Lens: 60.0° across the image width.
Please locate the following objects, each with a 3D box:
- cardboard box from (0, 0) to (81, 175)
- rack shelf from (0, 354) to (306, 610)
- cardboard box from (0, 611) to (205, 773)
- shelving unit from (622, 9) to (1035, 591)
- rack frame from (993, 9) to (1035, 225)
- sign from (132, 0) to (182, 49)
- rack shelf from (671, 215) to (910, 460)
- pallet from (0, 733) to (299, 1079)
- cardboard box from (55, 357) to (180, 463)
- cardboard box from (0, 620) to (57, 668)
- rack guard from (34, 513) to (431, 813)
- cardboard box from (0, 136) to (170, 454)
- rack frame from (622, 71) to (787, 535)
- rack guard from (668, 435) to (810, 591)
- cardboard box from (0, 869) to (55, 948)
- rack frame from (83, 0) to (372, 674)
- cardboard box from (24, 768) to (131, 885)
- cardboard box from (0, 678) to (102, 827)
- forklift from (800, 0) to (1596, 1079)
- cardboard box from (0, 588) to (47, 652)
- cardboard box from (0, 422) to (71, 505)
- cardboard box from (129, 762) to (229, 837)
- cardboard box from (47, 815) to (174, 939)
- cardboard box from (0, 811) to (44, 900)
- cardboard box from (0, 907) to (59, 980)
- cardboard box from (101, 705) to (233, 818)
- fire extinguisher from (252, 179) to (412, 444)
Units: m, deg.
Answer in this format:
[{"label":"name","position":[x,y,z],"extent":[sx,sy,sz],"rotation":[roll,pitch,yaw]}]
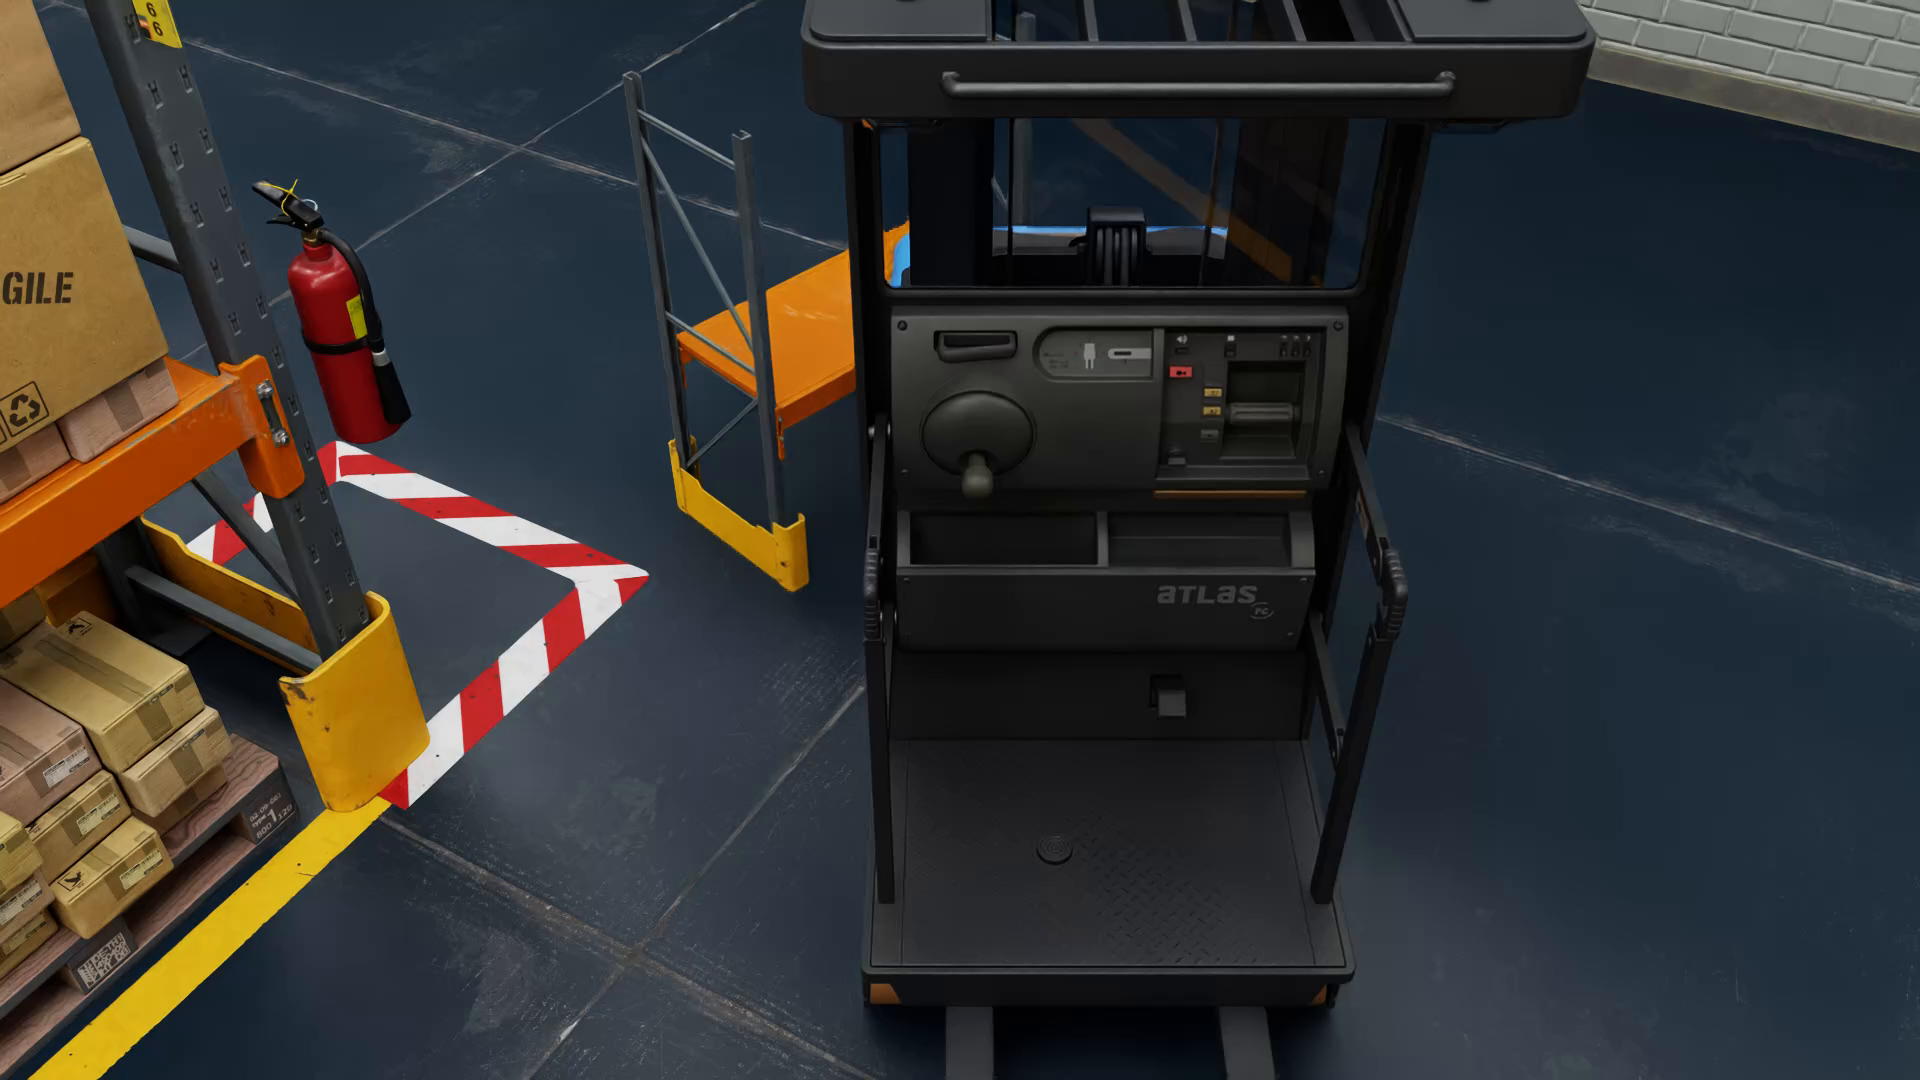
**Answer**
[{"label":"cardboard box","position":[-2.014,-0.899,2.944],"extent":[0.500,0.500,0.500],"rotation":[20,45,21]},{"label":"rack shelf","position":[-3.002,0.696,2.735],"extent":[1.077,0.370,4.000],"rotation":[21,45,22]},{"label":"cardboard box","position":[-2.046,0.357,3.964],"extent":[0.380,0.149,0.250],"rotation":[21,46,23]},{"label":"shelving unit","position":[-0.333,-0.789,5.011],"extent":[1.083,1.500,0.587],"rotation":[-33,51,-32]},{"label":"rack frame","position":[0.023,-1.021,5.274],"extent":[0.032,1.500,0.500],"rotation":[-33,51,-32]},{"label":"sign","position":[-1.530,-1.077,3.088],"extent":[0.100,0.325,0.005],"rotation":[21,45,22]},{"label":"rack shelf","position":[-0.339,-0.650,5.125],"extent":[1.000,0.185,0.538],"rotation":[-33,51,-32]},{"label":"pallet","position":[-2.476,0.824,4.154],"extent":[1.003,0.211,1.213],"rotation":[21,45,22]},{"label":"cardboard box","position":[-1.919,-0.344,3.562],"extent":[0.380,0.149,0.250],"rotation":[21,46,22]},{"label":"cardboard box","position":[-2.485,0.297,4.258],"extent":[0.380,0.149,0.250],"rotation":[23,46,24]},{"label":"rack guard","position":[-2.039,0.263,4.573],"extent":[1.175,0.500,0.348],"rotation":[21,45,22]},{"label":"cardboard box","position":[-2.003,-0.526,3.277],"extent":[0.500,0.500,0.500],"rotation":[22,46,23]},{"label":"rack frame","position":[-0.702,-0.549,4.739],"extent":[0.032,1.500,0.500],"rotation":[-33,51,-32]},{"label":"rack guard","position":[-0.688,-0.089,5.162],"extent":[0.087,0.250,0.587],"rotation":[-33,51,-32]},{"label":"cardboard box","position":[-2.276,0.776,3.713],"extent":[0.380,0.149,0.250],"rotation":[19,45,20]},{"label":"rack frame","position":[-2.001,-0.719,3.797],"extent":[1.000,3.000,0.127],"rotation":[21,45,22]},{"label":"cardboard box","position":[-2.195,0.610,3.902],"extent":[0.380,0.149,0.250],"rotation":[20,45,21]},{"label":"cardboard box","position":[-2.222,0.482,3.823],"extent":[0.380,0.149,0.250],"rotation":[22,46,23]},{"label":"forklift","position":[0.326,-0.199,3.258],"extent":[1.130,2.935,3.031],"rotation":[0,41,0]},{"label":"cardboard box","position":[-2.557,0.158,4.191],"extent":[0.380,0.149,0.250],"rotation":[19,45,20]},{"label":"cardboard box","position":[-2.076,-0.215,3.414],"extent":[0.380,0.149,0.250],"rotation":[21,45,22]},{"label":"cardboard box","position":[-2.084,0.564,4.180],"extent":[0.380,0.149,0.250],"rotation":[22,46,23]},{"label":"cardboard box","position":[-2.125,0.744,3.975],"extent":[0.380,0.149,0.250],"rotation":[22,46,23]},{"label":"cardboard box","position":[-2.241,0.672,3.607],"extent":[0.380,0.149,0.250],"rotation":[20,45,21]},{"label":"cardboard box","position":[-2.331,0.867,3.835],"extent":[0.380,0.149,0.250],"rotation":[21,45,22]},{"label":"cardboard box","position":[-2.018,0.478,4.052],"extent":[0.380,0.149,0.250],"rotation":[20,45,21]},{"label":"fire extinguisher","position":[-1.475,-0.541,3.936],"extent":[0.296,0.674,0.183],"rotation":[21,45,22]}]
